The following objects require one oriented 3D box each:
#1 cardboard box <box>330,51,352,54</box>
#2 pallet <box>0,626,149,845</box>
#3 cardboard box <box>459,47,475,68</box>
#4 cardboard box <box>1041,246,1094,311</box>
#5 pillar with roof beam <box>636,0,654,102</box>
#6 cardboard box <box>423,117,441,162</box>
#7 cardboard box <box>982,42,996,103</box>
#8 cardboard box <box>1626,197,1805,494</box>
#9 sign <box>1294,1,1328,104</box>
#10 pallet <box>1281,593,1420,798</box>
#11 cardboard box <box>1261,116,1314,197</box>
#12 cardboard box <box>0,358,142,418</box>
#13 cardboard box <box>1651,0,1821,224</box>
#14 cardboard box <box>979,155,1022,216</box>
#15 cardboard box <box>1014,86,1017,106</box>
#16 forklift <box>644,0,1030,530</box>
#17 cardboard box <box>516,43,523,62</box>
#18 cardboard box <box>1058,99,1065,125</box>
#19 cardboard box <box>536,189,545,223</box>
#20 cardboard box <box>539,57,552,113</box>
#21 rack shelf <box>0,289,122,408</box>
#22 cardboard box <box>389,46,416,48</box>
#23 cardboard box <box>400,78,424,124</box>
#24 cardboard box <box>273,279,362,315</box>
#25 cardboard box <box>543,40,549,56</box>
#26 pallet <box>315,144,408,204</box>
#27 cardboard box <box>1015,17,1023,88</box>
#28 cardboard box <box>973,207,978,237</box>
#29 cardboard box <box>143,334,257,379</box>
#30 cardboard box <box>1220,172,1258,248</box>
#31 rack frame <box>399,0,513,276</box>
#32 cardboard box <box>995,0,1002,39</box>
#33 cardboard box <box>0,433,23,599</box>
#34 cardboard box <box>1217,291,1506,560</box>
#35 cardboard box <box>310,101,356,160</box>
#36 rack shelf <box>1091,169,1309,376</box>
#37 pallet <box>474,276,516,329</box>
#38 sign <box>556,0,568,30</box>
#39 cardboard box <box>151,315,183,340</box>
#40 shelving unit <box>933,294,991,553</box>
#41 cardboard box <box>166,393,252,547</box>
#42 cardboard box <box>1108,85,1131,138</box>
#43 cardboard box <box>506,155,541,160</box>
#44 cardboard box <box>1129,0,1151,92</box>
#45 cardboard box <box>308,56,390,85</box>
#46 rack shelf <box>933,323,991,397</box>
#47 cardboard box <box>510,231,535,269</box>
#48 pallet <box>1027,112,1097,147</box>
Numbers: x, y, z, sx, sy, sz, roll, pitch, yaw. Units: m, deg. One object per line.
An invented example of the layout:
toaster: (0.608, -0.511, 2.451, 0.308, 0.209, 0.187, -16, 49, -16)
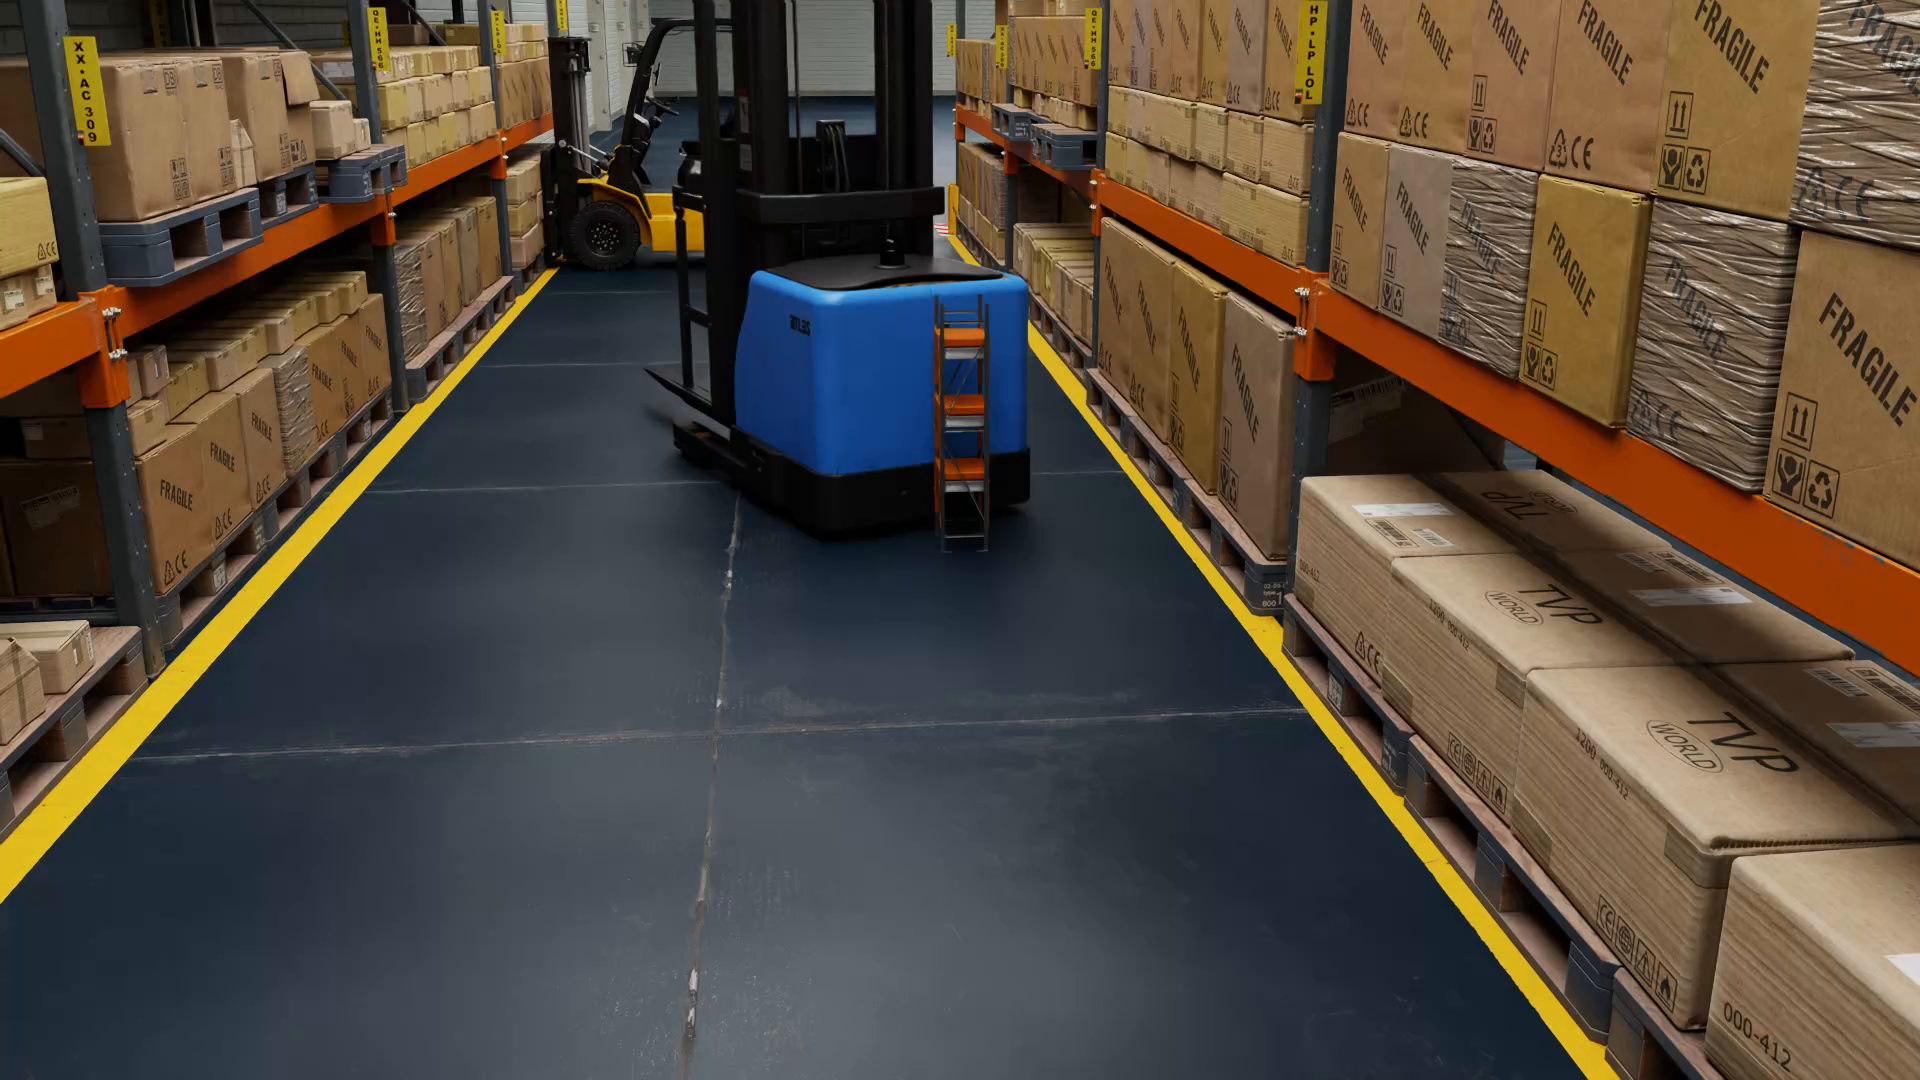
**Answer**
cardboard box: (-4.065, -3.050, 10.635, 0.380, 0.149, 0.250, -1, 17, -4)
pallet: (-3.170, 0.582, 4.973, 1.003, 0.211, 1.213, -2, 18, -6)
cardboard box: (-3.764, -3.523, 12.141, 0.380, 0.149, 0.250, -2, 18, -6)
cardboard box: (1.079, -1.861, 11.782, 0.950, 0.372, 0.625, -1, 17, -4)
pillar with roof beam: (-4.114, -16.227, 43.840, 9.100, 9.000, 0.400, -2, 18, -6)
cardboard box: (-3.562, -2.517, 10.436, 0.500, 0.250, 0.500, -2, 18, -7)
cardboard box: (0.461, -4.113, 14.608, 0.500, 0.500, 0.500, -1, 17, -4)
cardboard box: (1.697, -0.403, 3.284, 0.500, 0.500, 0.500, -1, 17, -4)
sign: (1.158, -1.603, 5.475, 0.100, 0.325, 0.005, -2, 18, -6)
pallet: (1.698, 0.451, 5.387, 1.003, 0.211, 1.213, -2, 18, -6)
cardboard box: (1.410, -1.399, 6.041, 0.500, 0.250, 0.500, -2, 18, -6)
cardboard box: (-3.072, -0.526, 5.737, 0.380, 0.149, 0.250, -2, 18, -7)
cardboard box: (1.692, -0.880, 3.135, 0.500, 0.500, 0.500, -2, 18, -6)
cardboard box: (0.436, -3.209, 15.029, 0.500, 0.500, 0.500, -1, 17, -3)
cardboard box: (0.615, -3.398, 12.710, 0.380, 0.149, 0.250, -2, 17, -5)
forklift: (-0.820, -1.834, 8.126, 1.130, 2.935, 3.031, -9, 20, -27)
cardboard box: (-3.896, -4.105, 13.996, 0.380, 0.149, 0.250, -2, 18, -6)
cardboard box: (0.828, -2.697, 10.479, 0.380, 0.149, 0.250, -3, 18, -8)
cardboard box: (-3.902, -2.918, 14.518, 0.500, 0.250, 0.500, -2, 18, -6)
cardboard box: (-4.121, -4.283, 15.645, 0.500, 0.500, 0.500, -1, 17, -4)
rack shelf: (-3.033, -0.015, 3.417, 1.077, 0.370, 4.000, -2, 18, -6)
cardboard box: (-4.242, -3.583, 12.332, 0.380, 0.149, 0.250, -2, 18, -7)
cardboard box: (-3.506, -2.601, 9.871, 0.500, 0.250, 0.500, -1, 17, -4)
cardboard box: (-3.291, -1.243, 8.517, 0.380, 0.149, 0.250, -3, 18, -9)
cardboard box: (-4.107, -4.716, 15.942, 0.380, 0.149, 0.250, -1, 17, -5)
pallet: (-3.513, -1.854, 8.395, 1.213, 0.211, 1.003, -2, 18, -6)
cardboard box: (0.687, -3.584, 12.220, 0.500, 0.500, 0.500, -2, 18, -5)
cardboard box: (0.381, -3.008, 15.641, 0.500, 0.250, 0.500, -1, 17, -2)
cardboard box: (-3.209, -0.773, 7.021, 0.380, 0.149, 0.250, -1, 17, -4)
cardboard box: (1.349, -1.314, 6.606, 0.500, 0.250, 0.500, -2, 18, -6)
rack frame: (-4.065, -3.337, 12.799, 1.000, 3.000, 0.127, -2, 18, -6)
cardboard box: (0.729, -5.205, 16.414, 0.700, 0.500, 0.500, -2, 18, -7)
cardboard box: (-3.585, -0.099, 5.955, 0.500, 0.500, 0.500, -2, 18, -6)
cardboard box: (1.554, -0.477, 6.535, 0.875, 0.875, 0.875, -1, 17, -4)
cardboard box: (-3.222, -1.970, 7.993, 0.500, 0.250, 0.500, -3, 18, -8)
rack shelf: (1.491, -1.361, 7.705, 1.077, 0.370, 4.000, -2, 18, -6)
pallet: (-3.950, -1.788, 12.521, 1.003, 0.211, 1.213, -2, 18, -6)
sign: (-3.936, -5.207, 16.426, 0.100, 0.325, 0.005, -2, 18, -6)
cardboard box: (-3.722, -0.914, 7.470, 0.380, 0.149, 0.250, -2, 18, -5)
shelving unit: (0.006, -0.485, 6.969, 0.215, 1.050, 0.252, -2, 18, -6)
cardboard box: (-3.131, -0.271, 6.504, 0.500, 0.500, 0.500, -2, 18, -6)
cardboard box: (1.091, -2.308, 8.937, 0.500, 0.250, 0.500, -2, 18, -6)
cardboard box: (-3.955, -3.314, 14.944, 0.500, 0.250, 0.500, -2, 18, -7)
cardboard box: (1.153, -2.523, 8.368, 0.500, 0.500, 0.500, -2, 18, -5)
cardboard box: (-3.392, -2.607, 9.222, 0.380, 0.149, 0.250, -1, 17, -4)
rack shelf: (0.006, -0.746, 6.887, 0.215, 0.259, 0.240, -2, 18, -6)
cardboard box: (-3.785, -2.380, 13.639, 0.500, 0.250, 0.500, -2, 18, -5)
pallet: (1.040, -2.797, 11.398, 1.003, 0.211, 1.213, -2, 18, -6)
